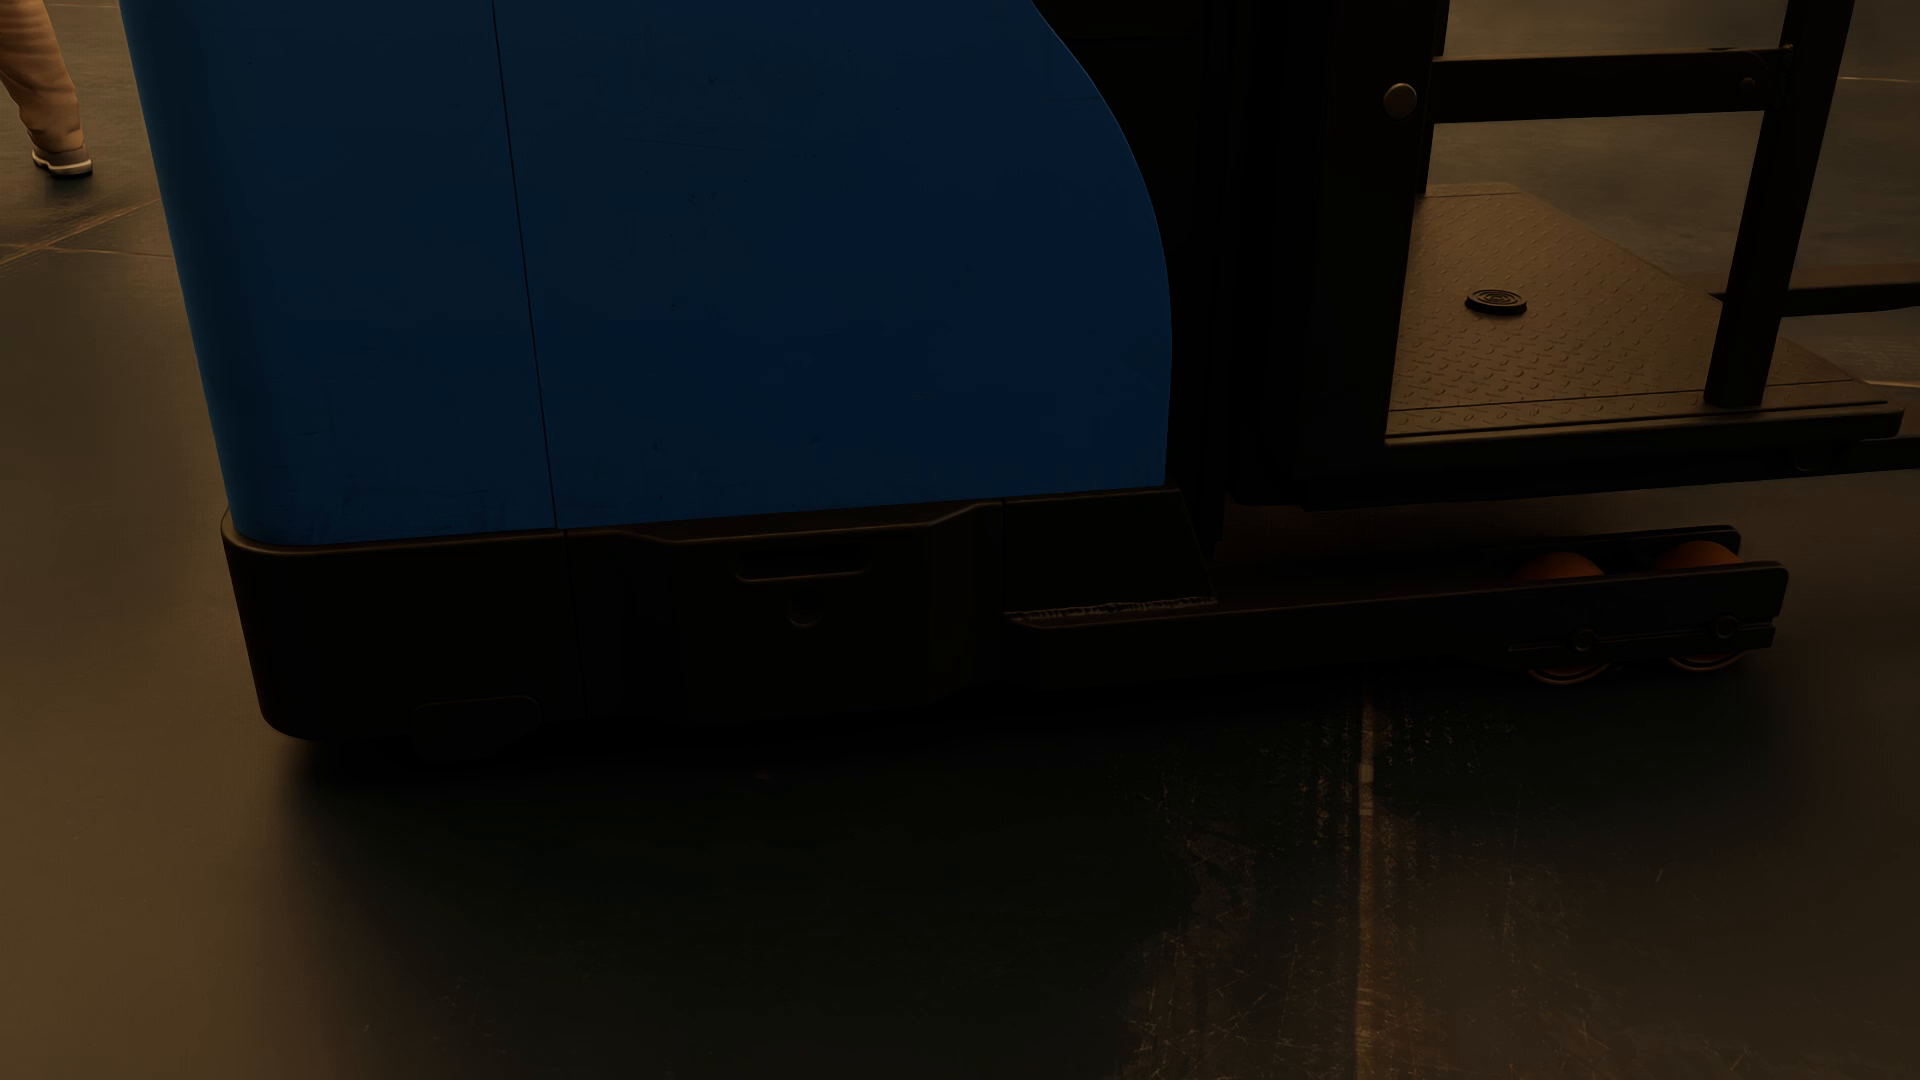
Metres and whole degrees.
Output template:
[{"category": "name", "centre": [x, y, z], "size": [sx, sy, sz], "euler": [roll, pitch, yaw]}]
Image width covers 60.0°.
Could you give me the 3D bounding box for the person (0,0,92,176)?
[{"category": "person", "centre": [-2.536, -1.700, 3.953], "size": [0.399, 1.726, 0.604], "euler": [19, 32, 33]}]

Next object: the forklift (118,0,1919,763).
[{"category": "forklift", "centre": [0.600, -1.354, 1.930], "size": [3.031, 2.935, 1.130], "euler": [-4, 27, -9]}]
